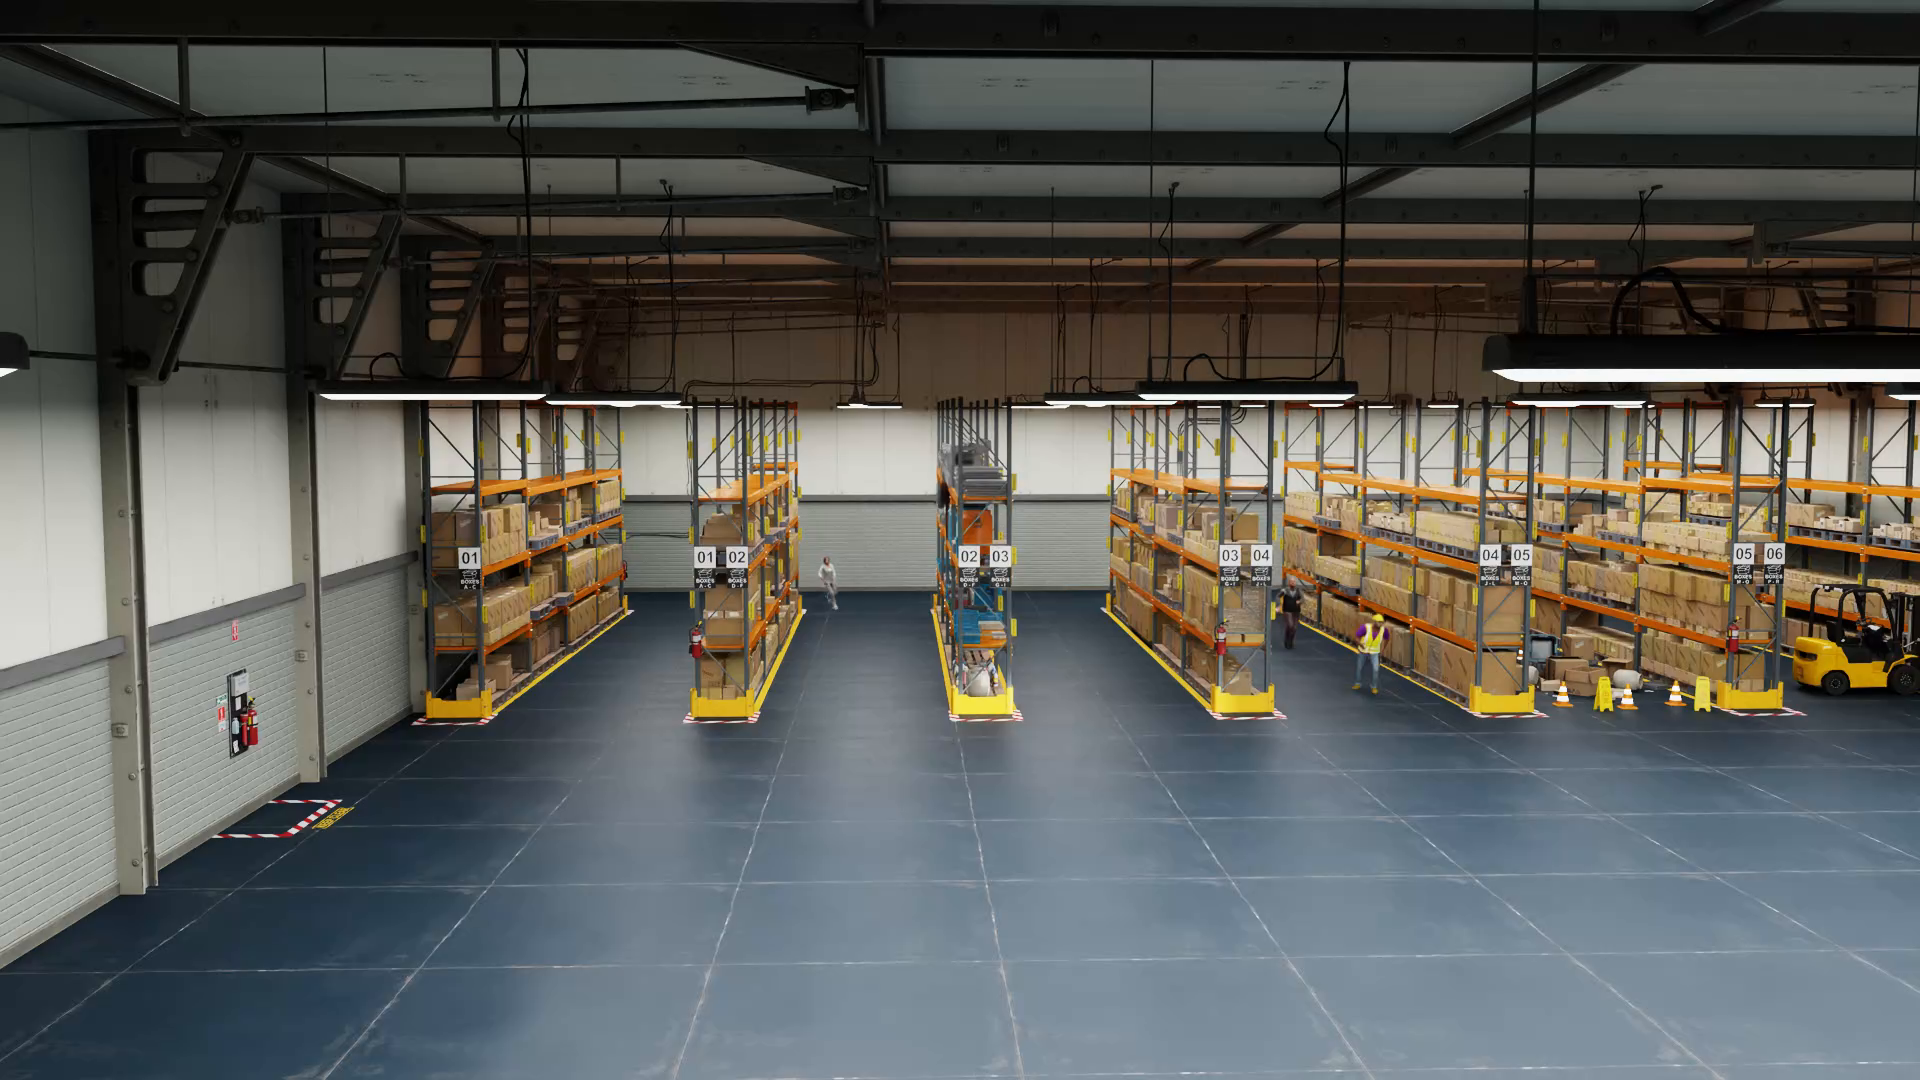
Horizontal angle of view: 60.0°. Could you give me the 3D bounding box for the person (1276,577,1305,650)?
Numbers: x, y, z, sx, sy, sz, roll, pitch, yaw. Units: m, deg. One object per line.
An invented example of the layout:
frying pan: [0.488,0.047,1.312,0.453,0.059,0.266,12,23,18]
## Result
person: [7.992,1.780,40.070,0.612,1.737,0.725,-1,4,-10]

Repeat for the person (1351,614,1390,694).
person: [8.380,2.304,33.951,0.753,1.662,0.786,1,5,12]

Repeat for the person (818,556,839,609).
person: [-3.837,1.236,48.205,0.516,1.533,0.590,-3,5,-31]

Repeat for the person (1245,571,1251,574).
person: [8.295,1.113,48.615,0.850,1.728,0.941,-3,6,-38]
